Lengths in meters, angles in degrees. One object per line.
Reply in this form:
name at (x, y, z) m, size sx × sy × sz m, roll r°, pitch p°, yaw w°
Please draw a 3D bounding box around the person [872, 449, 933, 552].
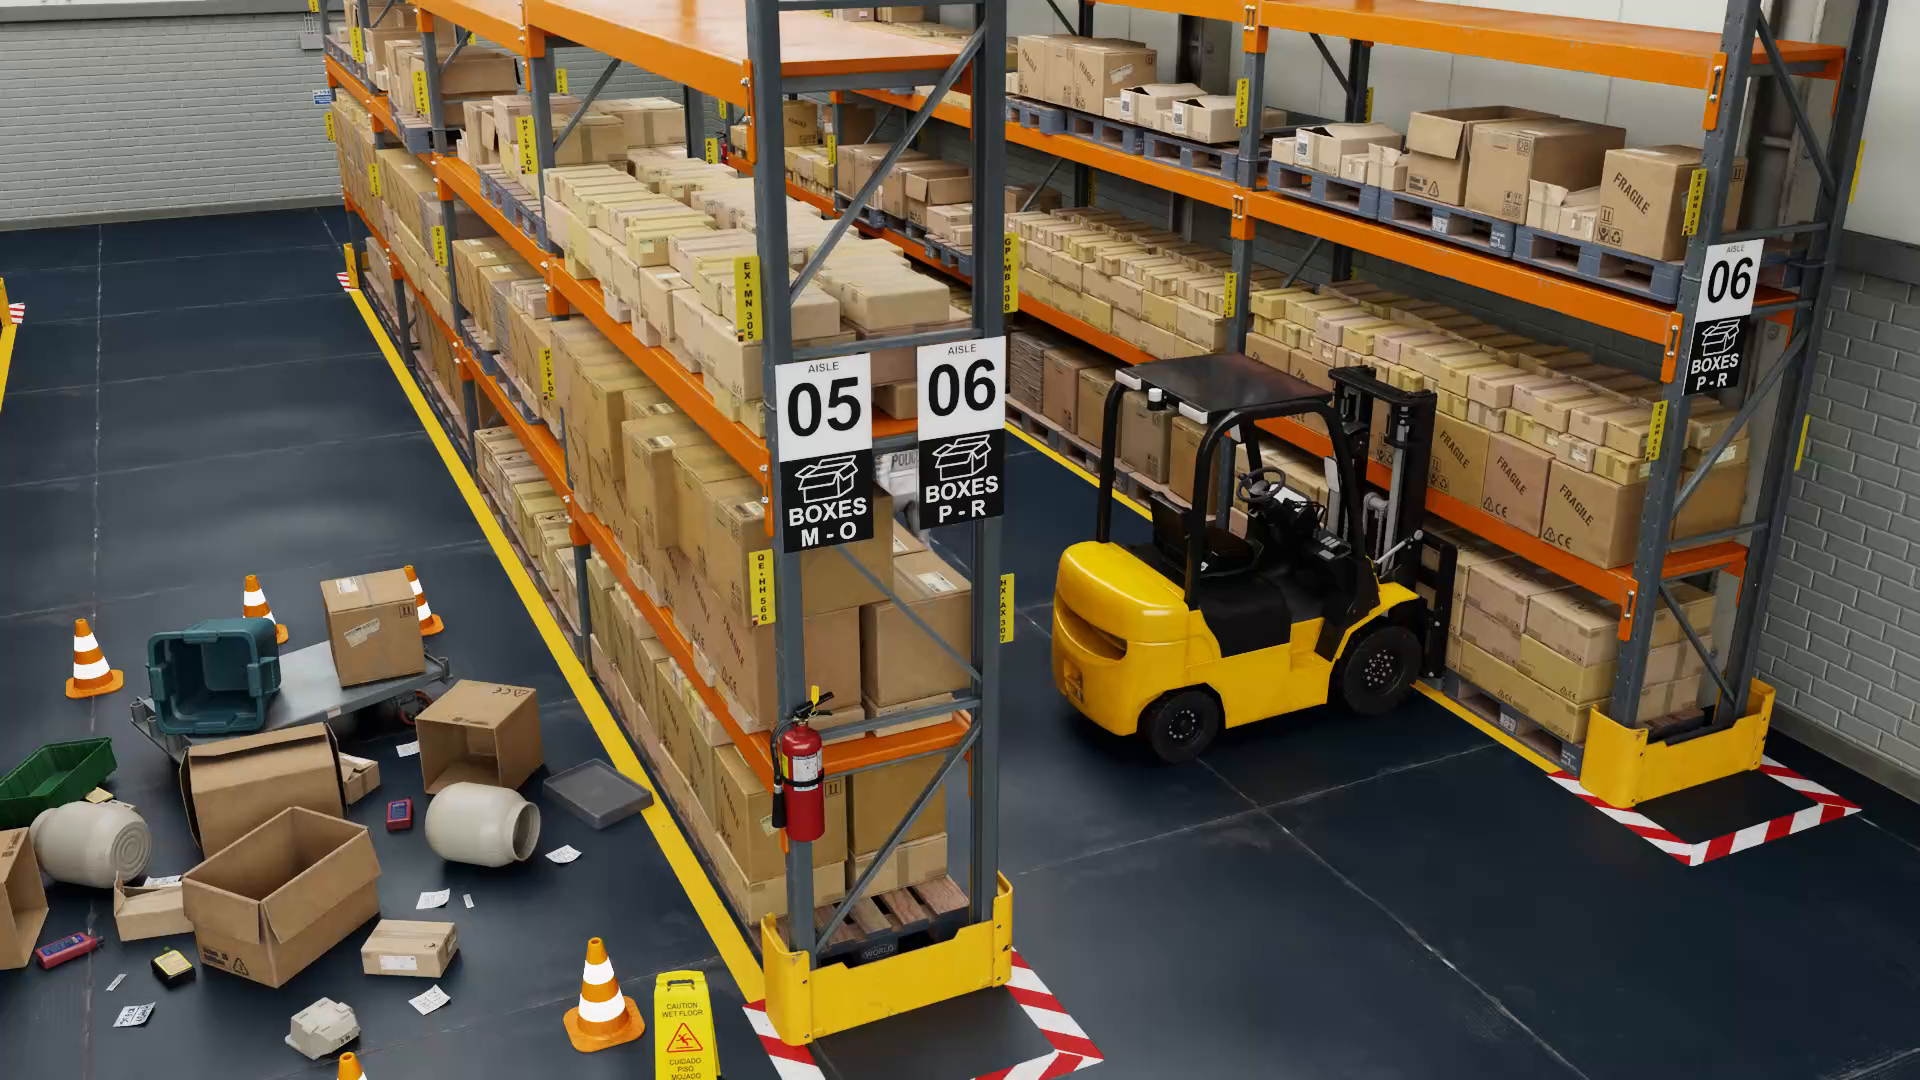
person at (-0.408, -0.337, 11.807) m, size 0.512 × 1.626 × 1.030 m, roll -13°, pitch 25°, yaw -28°
